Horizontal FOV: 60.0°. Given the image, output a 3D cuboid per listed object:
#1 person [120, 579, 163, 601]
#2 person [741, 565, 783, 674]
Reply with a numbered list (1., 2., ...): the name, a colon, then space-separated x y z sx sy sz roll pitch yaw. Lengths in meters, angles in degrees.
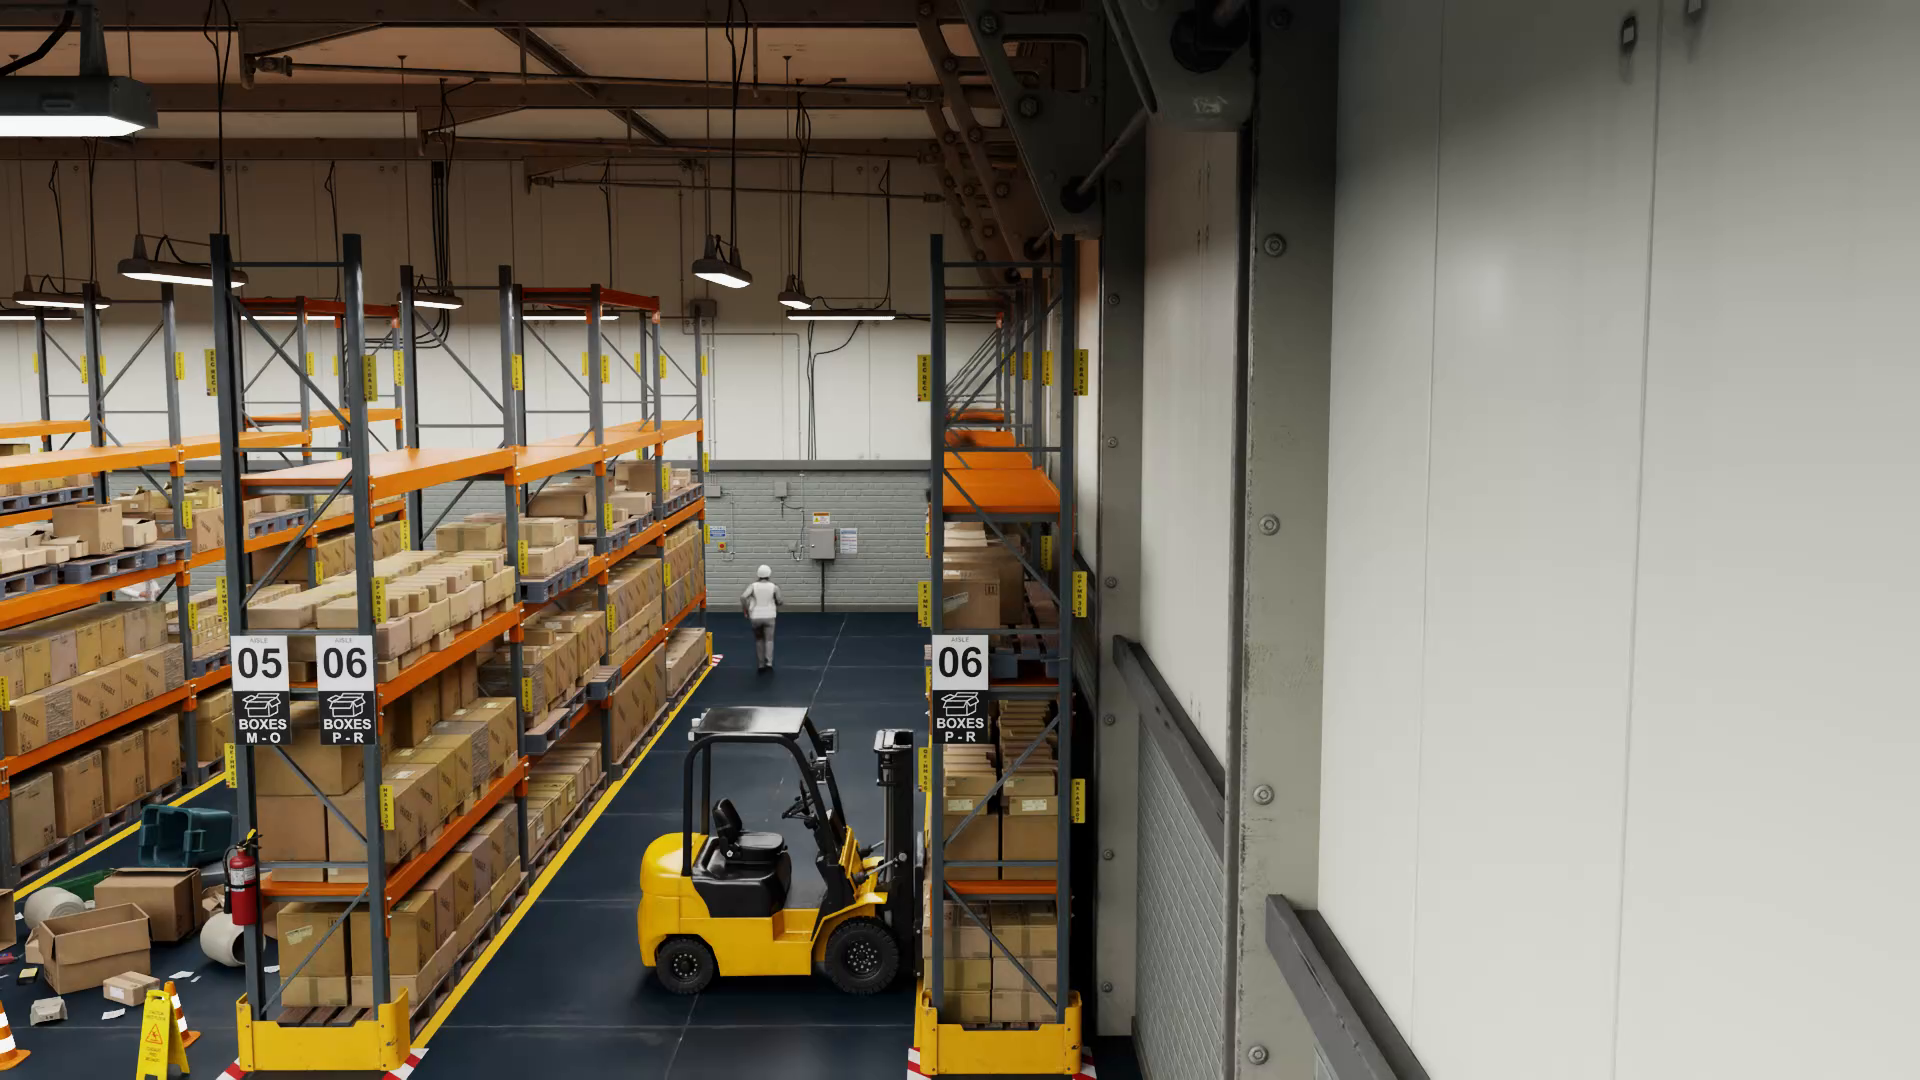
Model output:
1. person: -14.170 1.129 28.796 0.922 1.751 0.753 3 7 24
2. person: -3.202 1.309 26.957 0.665 1.806 0.953 0 6 0
